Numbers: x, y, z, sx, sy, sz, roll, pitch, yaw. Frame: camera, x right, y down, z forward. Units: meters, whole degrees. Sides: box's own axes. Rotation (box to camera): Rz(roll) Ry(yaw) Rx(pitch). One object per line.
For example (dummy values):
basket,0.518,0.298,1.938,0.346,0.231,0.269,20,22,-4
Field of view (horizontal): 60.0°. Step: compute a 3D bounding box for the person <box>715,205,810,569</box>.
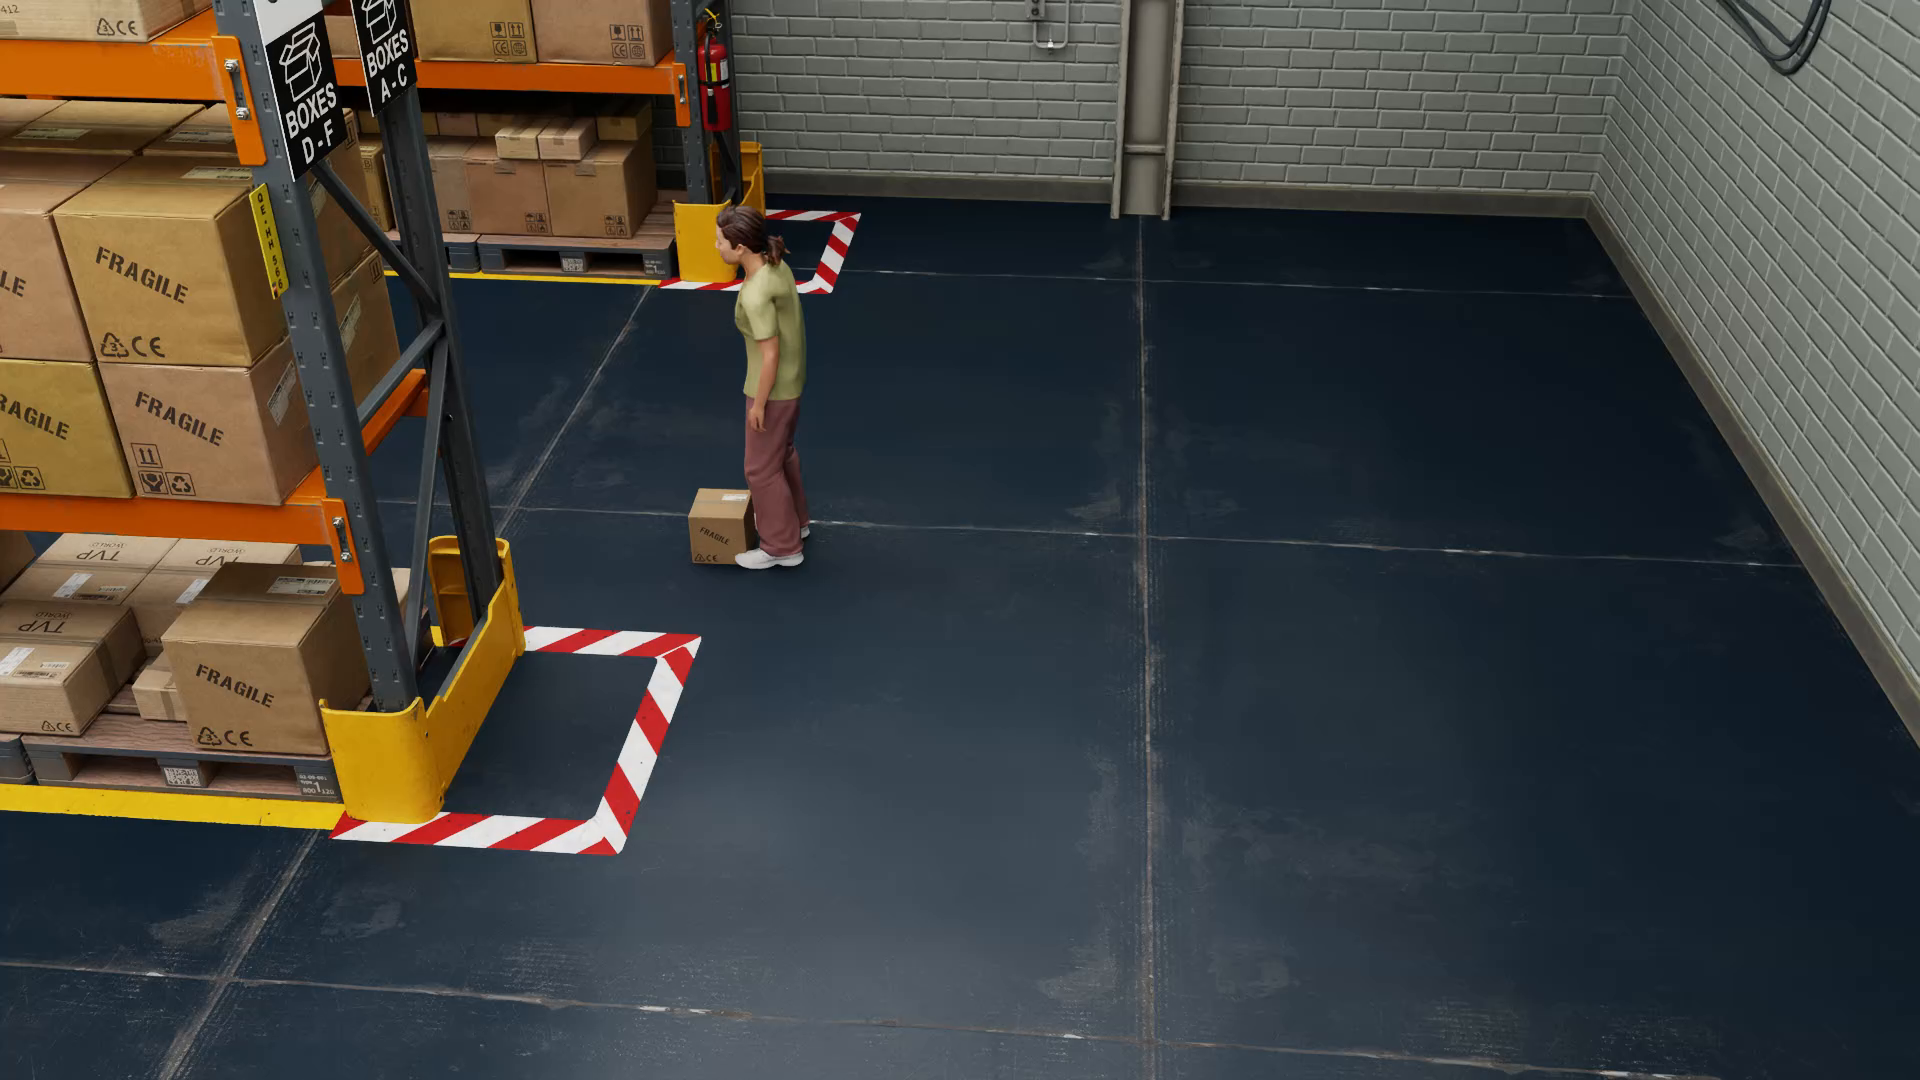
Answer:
person,-0.834,-0.655,7.183,0.353,1.672,0.508,2,32,3
